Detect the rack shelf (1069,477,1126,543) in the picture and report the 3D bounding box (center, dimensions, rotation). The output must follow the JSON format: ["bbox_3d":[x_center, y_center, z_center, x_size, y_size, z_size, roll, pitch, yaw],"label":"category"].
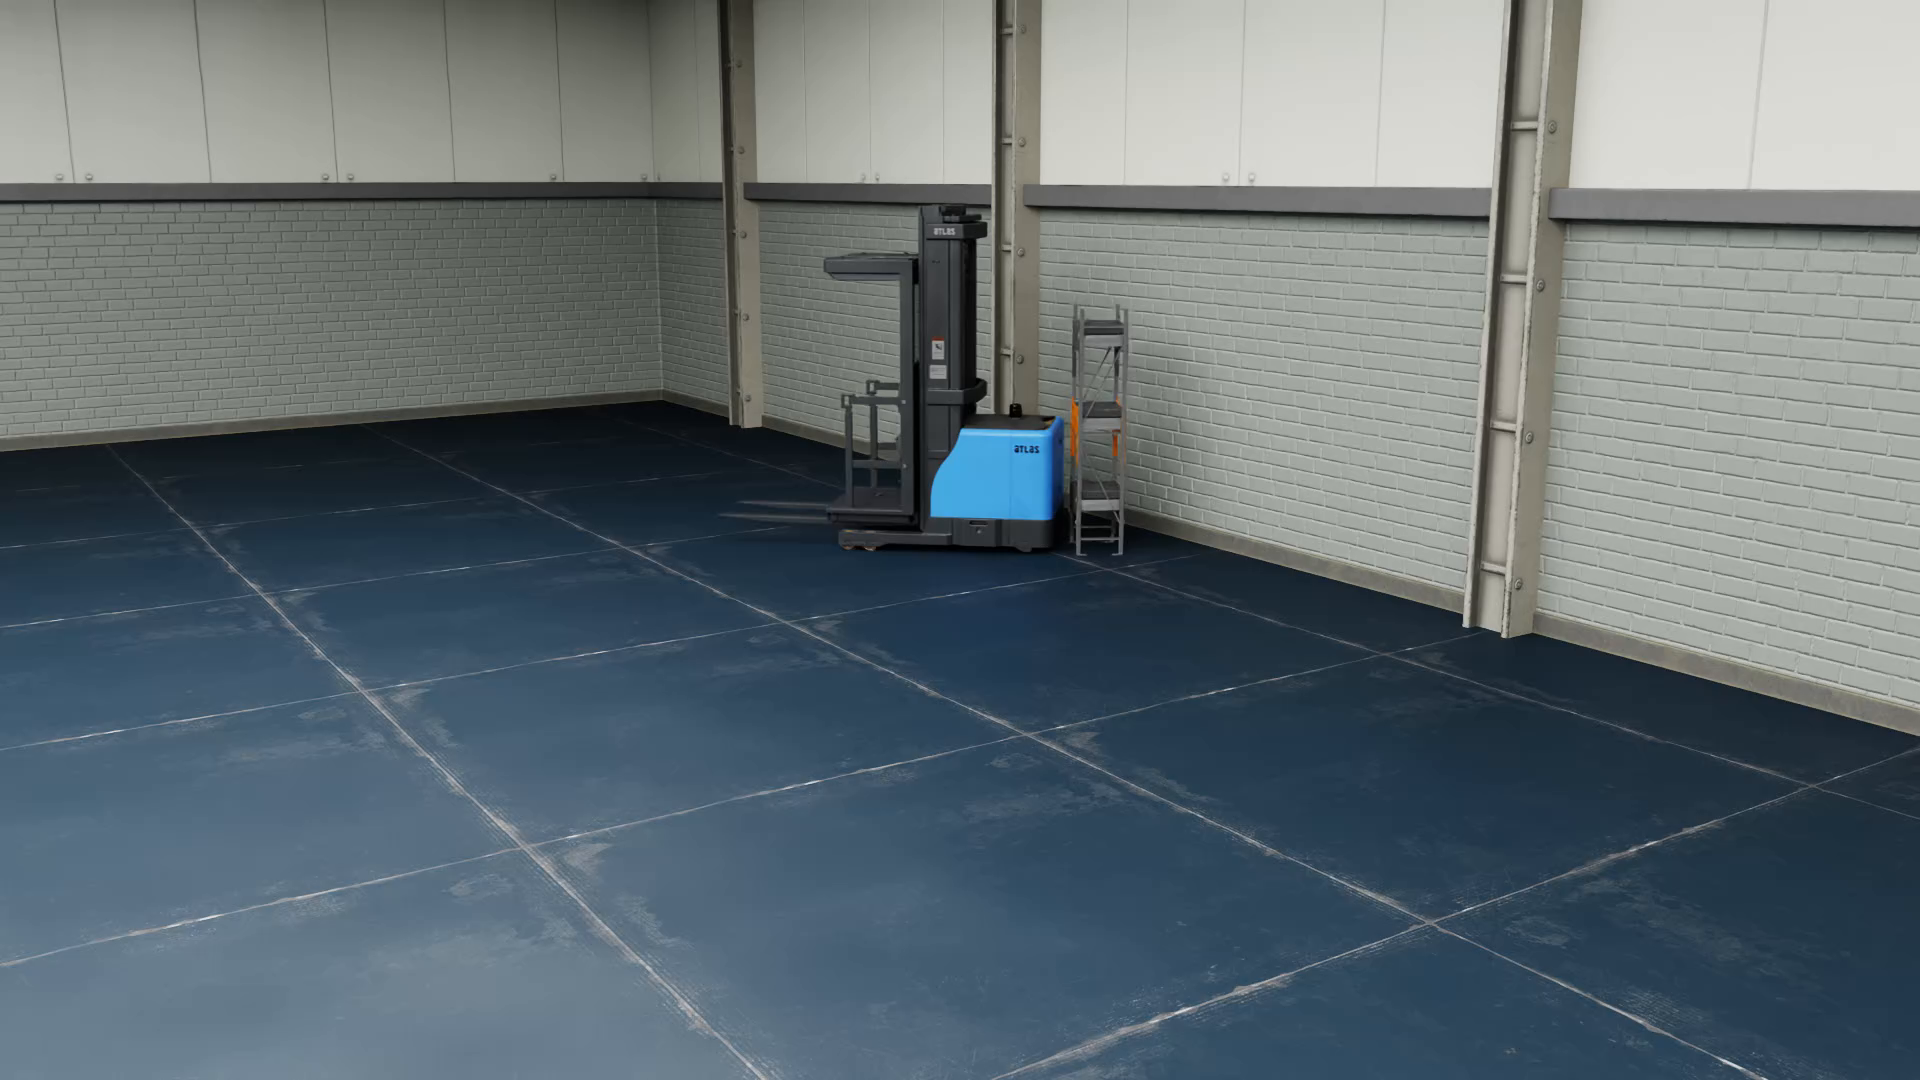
[{"bbox_3d":[1.185,-0.251,14.426,0.431,0.518,0.480,-1,13,-3],"label":"rack shelf"}]

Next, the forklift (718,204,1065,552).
[{"bbox_3d":[-0.614,-1.454,14.650,3.031,2.935,1.130,2,13,9],"label":"forklift"}]

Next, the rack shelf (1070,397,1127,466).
[{"bbox_3d":[1.185,-0.934,14.272,0.431,0.518,0.480,-1,13,-3],"label":"rack shelf"}]

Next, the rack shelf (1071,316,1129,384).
[{"bbox_3d":[1.185,-1.617,14.119,0.431,0.518,0.480,-1,13,-3],"label":"rack shelf"}]

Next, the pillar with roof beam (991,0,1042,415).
[{"bbox_3d":[-3.042,-4.315,13.529,9.100,9.000,0.400,-8,15,-33],"label":"pillar with roof beam"}]

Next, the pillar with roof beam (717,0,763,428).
[{"bbox_3d":[-6.367,-5.382,18.409,9.100,9.000,0.400,-8,15,-33],"label":"pillar with roof beam"}]

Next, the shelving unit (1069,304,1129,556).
[{"bbox_3d":[1.185,-0.947,14.269,0.431,2.100,0.503,-1,13,-3],"label":"shelving unit"}]

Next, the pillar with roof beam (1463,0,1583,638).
[{"bbox_3d":[0.282,-3.248,8.650,9.100,9.000,0.400,-8,15,-33],"label":"pillar with roof beam"}]

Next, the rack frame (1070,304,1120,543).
[{"bbox_3d":[1.173,-1.000,14.507,0.400,2.100,0.015,-1,13,-3],"label":"rack frame"}]

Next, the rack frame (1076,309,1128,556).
[{"bbox_3d":[1.197,-0.893,14.032,0.400,2.100,0.015,-1,13,-3],"label":"rack frame"}]
